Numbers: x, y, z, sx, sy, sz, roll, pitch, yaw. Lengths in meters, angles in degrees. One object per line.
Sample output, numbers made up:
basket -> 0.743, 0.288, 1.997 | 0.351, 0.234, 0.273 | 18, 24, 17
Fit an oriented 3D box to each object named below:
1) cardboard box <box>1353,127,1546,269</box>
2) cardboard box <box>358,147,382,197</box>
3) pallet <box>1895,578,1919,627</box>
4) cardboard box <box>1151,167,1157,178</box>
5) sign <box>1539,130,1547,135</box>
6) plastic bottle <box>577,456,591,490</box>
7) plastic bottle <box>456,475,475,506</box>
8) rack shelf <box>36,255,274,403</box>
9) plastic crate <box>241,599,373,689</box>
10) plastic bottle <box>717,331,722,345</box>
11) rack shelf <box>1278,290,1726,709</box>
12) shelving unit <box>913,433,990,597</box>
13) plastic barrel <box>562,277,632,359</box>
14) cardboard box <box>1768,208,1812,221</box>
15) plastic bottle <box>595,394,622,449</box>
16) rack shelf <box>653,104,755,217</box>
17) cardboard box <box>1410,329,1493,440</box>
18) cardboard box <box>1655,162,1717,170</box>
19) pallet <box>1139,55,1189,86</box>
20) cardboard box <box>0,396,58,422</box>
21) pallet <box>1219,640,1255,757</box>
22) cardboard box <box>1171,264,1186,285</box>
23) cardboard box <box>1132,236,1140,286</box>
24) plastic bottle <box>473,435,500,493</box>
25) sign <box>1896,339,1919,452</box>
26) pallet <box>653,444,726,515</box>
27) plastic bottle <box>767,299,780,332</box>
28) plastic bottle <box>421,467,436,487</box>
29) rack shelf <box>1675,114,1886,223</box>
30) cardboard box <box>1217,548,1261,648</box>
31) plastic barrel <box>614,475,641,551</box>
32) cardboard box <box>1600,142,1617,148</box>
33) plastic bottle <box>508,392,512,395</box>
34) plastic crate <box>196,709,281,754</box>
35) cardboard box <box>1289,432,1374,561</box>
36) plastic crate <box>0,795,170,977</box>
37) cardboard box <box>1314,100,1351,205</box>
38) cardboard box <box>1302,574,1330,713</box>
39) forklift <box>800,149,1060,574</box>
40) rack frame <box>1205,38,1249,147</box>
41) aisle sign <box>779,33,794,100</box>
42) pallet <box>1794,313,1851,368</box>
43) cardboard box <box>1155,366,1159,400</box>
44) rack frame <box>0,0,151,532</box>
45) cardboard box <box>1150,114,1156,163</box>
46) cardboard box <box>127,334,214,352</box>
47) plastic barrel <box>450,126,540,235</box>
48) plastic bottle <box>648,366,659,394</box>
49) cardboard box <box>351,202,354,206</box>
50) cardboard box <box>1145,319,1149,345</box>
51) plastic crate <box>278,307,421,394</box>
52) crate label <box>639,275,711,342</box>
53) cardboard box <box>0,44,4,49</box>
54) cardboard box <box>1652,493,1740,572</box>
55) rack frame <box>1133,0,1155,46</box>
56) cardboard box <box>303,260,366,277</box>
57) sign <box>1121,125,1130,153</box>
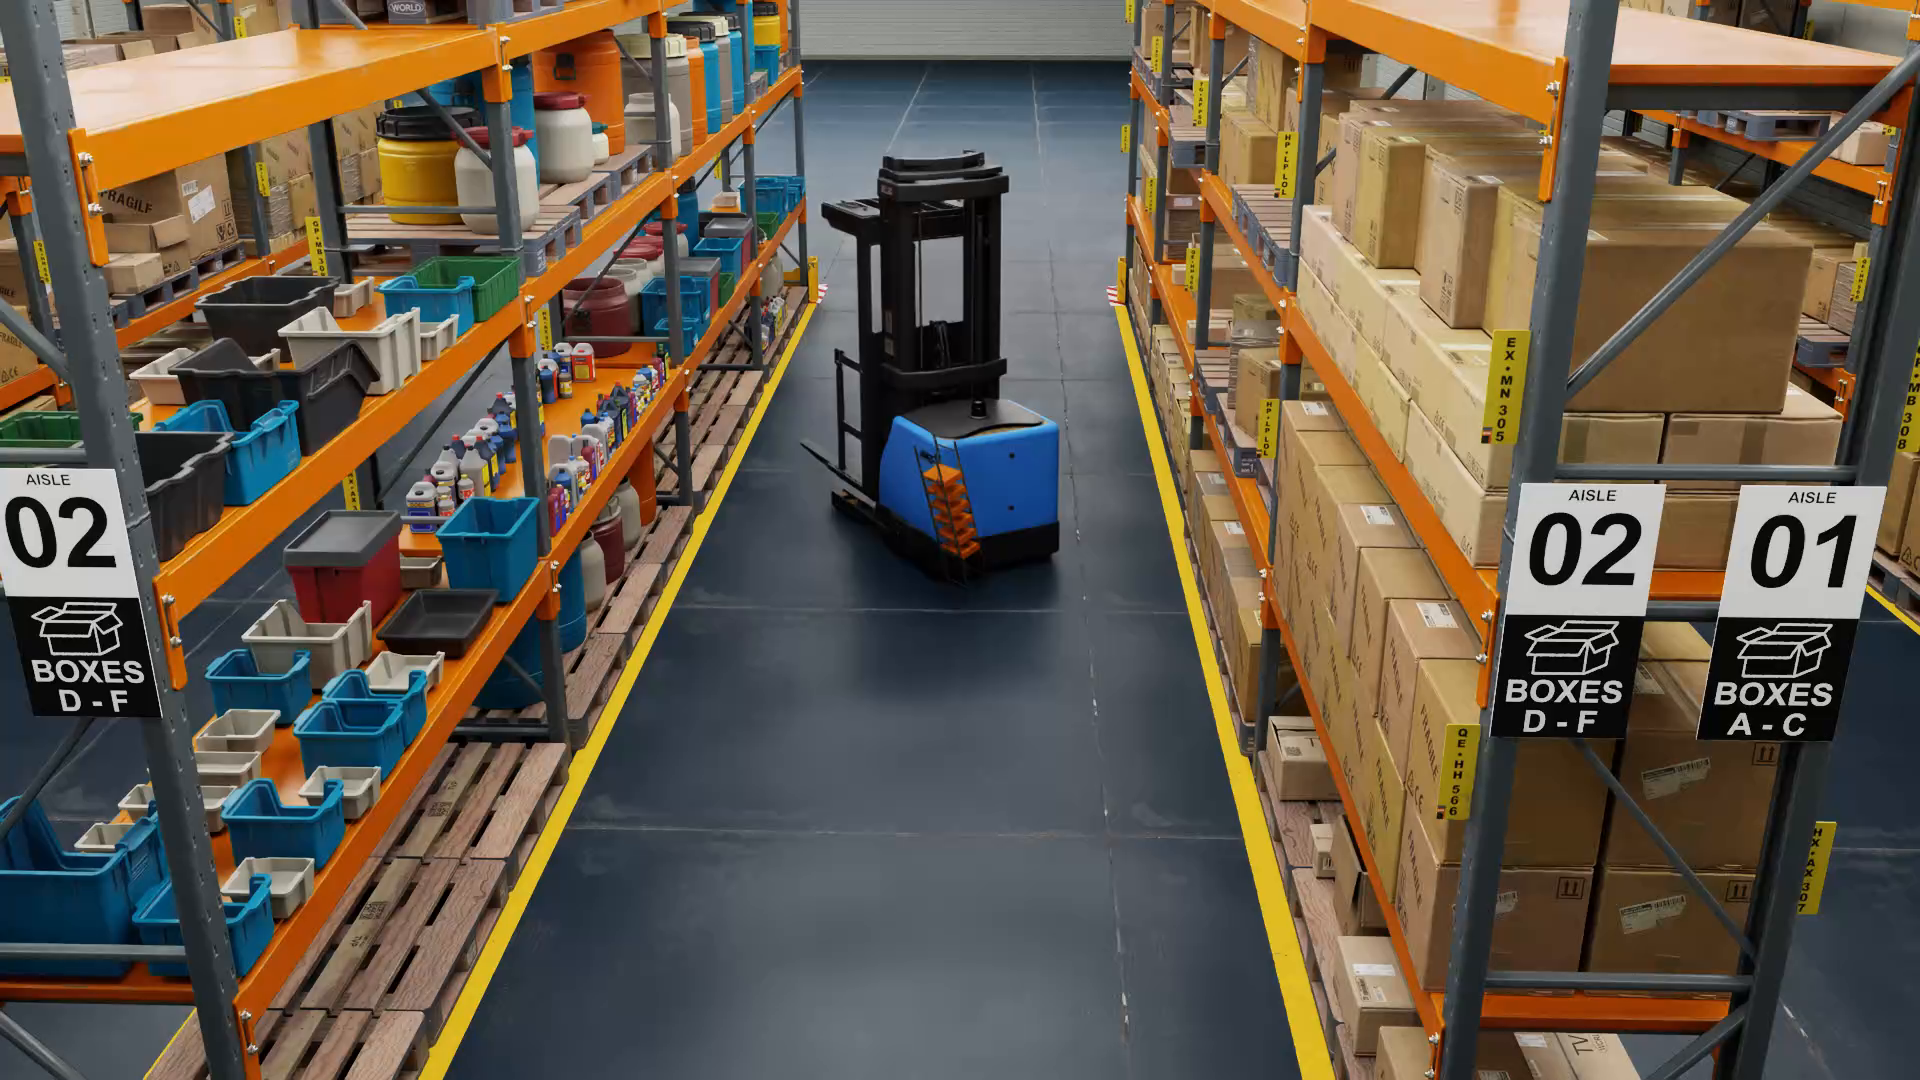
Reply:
cardboard box -> 2.040, -1.417, 6.868 | 0.700, 0.500, 0.500 | 1, 21, 2
cardboard box -> -7.293, -4.296, 19.406 | 0.875, 0.500, 0.500 | 1, 21, 2
pallet -> 7.117, 0.589, 11.220 | 1.003, 0.211, 1.213 | 1, 21, 2
cardboard box -> 2.266, -3.940, 18.002 | 0.380, 0.149, 0.250 | 1, 21, 3
sign -> 6.957, -4.738, 19.896 | 0.100, 0.325, 0.005 | 1, 21, 2
plastic bottle -> -2.325, -0.413, 10.222 | 0.097, 0.201, 0.097 | 0, 21, 0
plastic bottle -> -2.943, -0.289, 9.903 | 0.097, 0.201, 0.097 | 0, 21, 0
rack shelf -> -7.536, -1.987, 14.998 | 1.077, 0.370, 4.000 | 1, 21, 2
plastic crate -> -2.999, 0.479, 7.729 | 0.437, 0.282, 0.530 | 1, 21, 2
plastic bottle -> -2.639, -2.239, 17.810 | 0.152, 0.276, 0.135 | 1, 21, 2
rack shelf -> 2.122, -0.382, 6.716 | 1.077, 0.370, 4.000 | 1, 21, 2
shelving unit -> -0.055, -0.168, 11.790 | 0.189, 1.200, 0.258 | -34, 36, -30
plastic barrel -> -2.935, -1.779, 13.280 | 0.600, 0.536, 0.708 | 1, 21, 2
cardboard box -> 7.304, -2.748, 15.218 | 0.700, 0.500, 0.500 | 3, 21, 7
plastic bottle -> -2.323, -0.785, 10.974 | 0.144, 0.351, 0.185 | 1, 21, 2
rack shelf -> -2.586, -3.331, 14.315 | 1.077, 0.370, 4.000 | 1, 21, 2
cardboard box -> 1.837, -0.527, 5.611 | 0.500, 0.250, 0.500 | 1, 21, 2
cardboard box -> 7.641, -3.706, 17.576 | 0.500, 0.500, 0.500 | 1, 21, 3
pallet -> 2.466, -5.041, 17.850 | 1.003, 0.211, 1.213 | 1, 21, 2
cardboard box -> -7.639, -0.555, 12.670 | 1.225, 0.875, 0.875 | 0, 21, -1
pallet -> 2.170, 0.963, 10.255 | 1.003, 0.211, 1.213 | 1, 21, 2
cardboard box -> 2.195, -2.500, 15.672 | 0.380, 0.149, 0.250 | 1, 21, 2
cardboard box -> 2.296, -3.273, 19.501 | 0.500, 0.500, 0.500 | 1, 21, 2
plastic bottle -> -2.917, -0.477, 10.179 | 0.144, 0.351, 0.185 | 1, 21, 2
sign -> 2.604, -0.396, 4.549 | 0.100, 0.325, 0.005 | 1, 21, 2
pallet -> -2.584, -0.524, 14.089 | 1.003, 0.211, 1.213 | 1, 21, 2
plastic bottle -> -2.067, -2.470, 18.303 | 0.144, 0.351, 0.185 | 0, 21, 1
plastic bottle -> -3.118, -0.274, 9.750 | 0.061, 0.283, 0.133 | 1, 21, 2
rack shelf -> 7.317, -3.222, 14.034 | 1.077, 0.370, 4.000 | 1, 21, 2
cardboard box -> 1.951, 0.376, 10.760 | 0.500, 0.500, 0.500 | 1, 21, 2
plastic barrel -> -2.572, -0.198, 12.252 | 0.421, 0.512, 0.421 | 0, 21, 0
cardboard box -> 7.159, -4.269, 19.028 | 0.500, 0.500, 0.500 | 1, 21, 2
plastic bottle -> -3.049, -0.873, 11.309 | 0.097, 0.271, 0.097 | 0, 21, 0
plastic crate -> -3.048, 0.833, 7.017 | 0.298, 0.136, 0.250 | 1, 21, 2
cardboard box -> 1.872, -0.202, 7.881 | 0.500, 0.500, 0.500 | 0, 21, 0
plastic crate -> -3.066, 1.180, 5.709 | 0.616, 0.435, 0.499 | 1, 21, 2
cardboard box -> 2.269, -2.153, 9.428 | 0.600, 0.600, 0.600 | 0, 21, 1
cardboard box -> 1.865, 0.458, 7.563 | 0.500, 0.500, 0.500 | 1, 21, 1
forklift -> -0.395, -1.607, 13.119 | 1.130, 2.935, 3.031 | -11, 24, -26
rack frame -> 2.305, -4.286, 11.634 | 1.000, 3.000, 0.127 | 1, 21, 2
aisle sign -> -2.104, -5.672, 19.907 | 0.394, 0.787, 0.004 | 1, 21, 2
pallet -> 7.171, -1.605, 13.284 | 1.213, 0.211, 1.003 | 1, 21, 2
cardboard box -> 2.149, -1.521, 16.023 | 0.500, 0.250, 0.500 | 1, 21, 3
rack frame -> -2.890, -1.449, 4.323 | 1.000, 3.000, 0.127 | 1, 21, 2
cardboard box -> 2.494, -4.473, 18.477 | 0.700, 0.500, 0.500 | 1, 21, 2
cardboard box -> -7.549, -1.691, 16.088 | 0.700, 0.500, 0.500 | 1, 21, 1
plastic barrel -> -2.501, -1.944, 8.976 | 0.433, 0.535, 0.433 | 0, 21, 0
plastic bottle -> -2.261, -1.176, 12.188 | 0.097, 0.201, 0.097 | 0, 21, 0
cardboard box -> -7.178, -3.817, 19.067 | 0.380, 0.149, 0.250 | 1, 21, 2
cardboard box -> 2.247, -2.200, 17.772 | 0.500, 0.250, 0.500 | 1, 21, 2
plastic crate -> -2.514, -0.793, 6.944 | 0.437, 0.282, 0.530 | 1, 21, 2
crate label -> -2.346, -1.917, 13.775 | 0.502, 0.435, 0.616 | 1, 21, 2
cardboard box -> -7.797, -3.817, 13.743 | 0.500, 0.500, 0.500 | 1, 21, 3
cardboard box -> 2.331, -0.108, 5.221 | 0.500, 0.250, 0.500 | 1, 21, 2
rack frame -> 2.548, -7.178, 19.089 | 1.000, 3.000, 0.127 | 1, 21, 2
cardboard box -> -7.373, -3.080, 19.695 | 0.500, 0.500, 0.500 | 6, 22, 16
sign -> 1.993, -4.830, 20.025 | 0.100, 0.325, 0.005 | 1, 21, 2
